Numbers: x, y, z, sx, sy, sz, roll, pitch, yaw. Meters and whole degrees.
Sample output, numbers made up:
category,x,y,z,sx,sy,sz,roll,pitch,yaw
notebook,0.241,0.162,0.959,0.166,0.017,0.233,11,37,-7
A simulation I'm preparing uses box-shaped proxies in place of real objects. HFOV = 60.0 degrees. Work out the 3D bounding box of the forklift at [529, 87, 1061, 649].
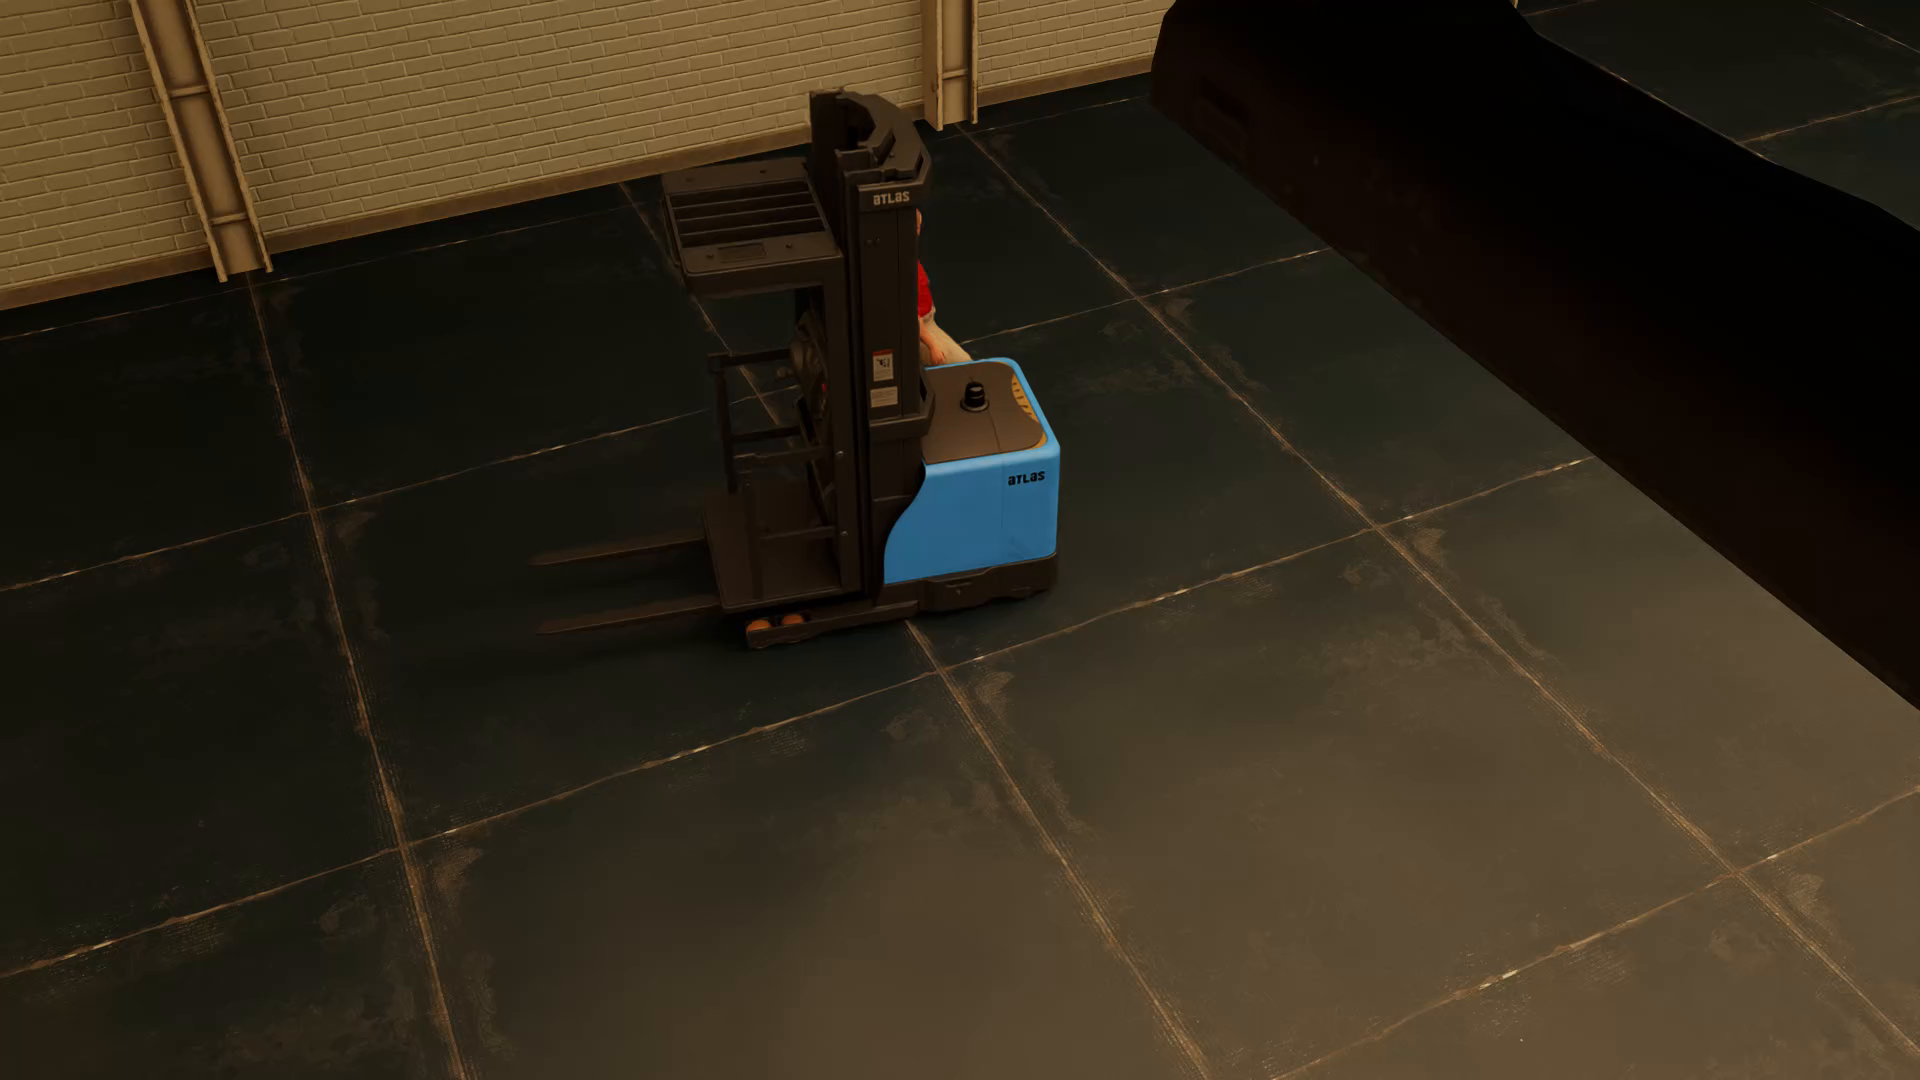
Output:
category,x,y,z,sx,sy,sz,roll,pitch,yaw
forklift,-0.997,-0.877,9.067,3.031,2.935,1.130,-9,41,-11

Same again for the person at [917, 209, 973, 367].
category,x,y,z,sx,sy,sz,roll,pitch,yaw
person,-0.333,-1.443,10.815,0.639,1.611,0.972,-11,41,-12
